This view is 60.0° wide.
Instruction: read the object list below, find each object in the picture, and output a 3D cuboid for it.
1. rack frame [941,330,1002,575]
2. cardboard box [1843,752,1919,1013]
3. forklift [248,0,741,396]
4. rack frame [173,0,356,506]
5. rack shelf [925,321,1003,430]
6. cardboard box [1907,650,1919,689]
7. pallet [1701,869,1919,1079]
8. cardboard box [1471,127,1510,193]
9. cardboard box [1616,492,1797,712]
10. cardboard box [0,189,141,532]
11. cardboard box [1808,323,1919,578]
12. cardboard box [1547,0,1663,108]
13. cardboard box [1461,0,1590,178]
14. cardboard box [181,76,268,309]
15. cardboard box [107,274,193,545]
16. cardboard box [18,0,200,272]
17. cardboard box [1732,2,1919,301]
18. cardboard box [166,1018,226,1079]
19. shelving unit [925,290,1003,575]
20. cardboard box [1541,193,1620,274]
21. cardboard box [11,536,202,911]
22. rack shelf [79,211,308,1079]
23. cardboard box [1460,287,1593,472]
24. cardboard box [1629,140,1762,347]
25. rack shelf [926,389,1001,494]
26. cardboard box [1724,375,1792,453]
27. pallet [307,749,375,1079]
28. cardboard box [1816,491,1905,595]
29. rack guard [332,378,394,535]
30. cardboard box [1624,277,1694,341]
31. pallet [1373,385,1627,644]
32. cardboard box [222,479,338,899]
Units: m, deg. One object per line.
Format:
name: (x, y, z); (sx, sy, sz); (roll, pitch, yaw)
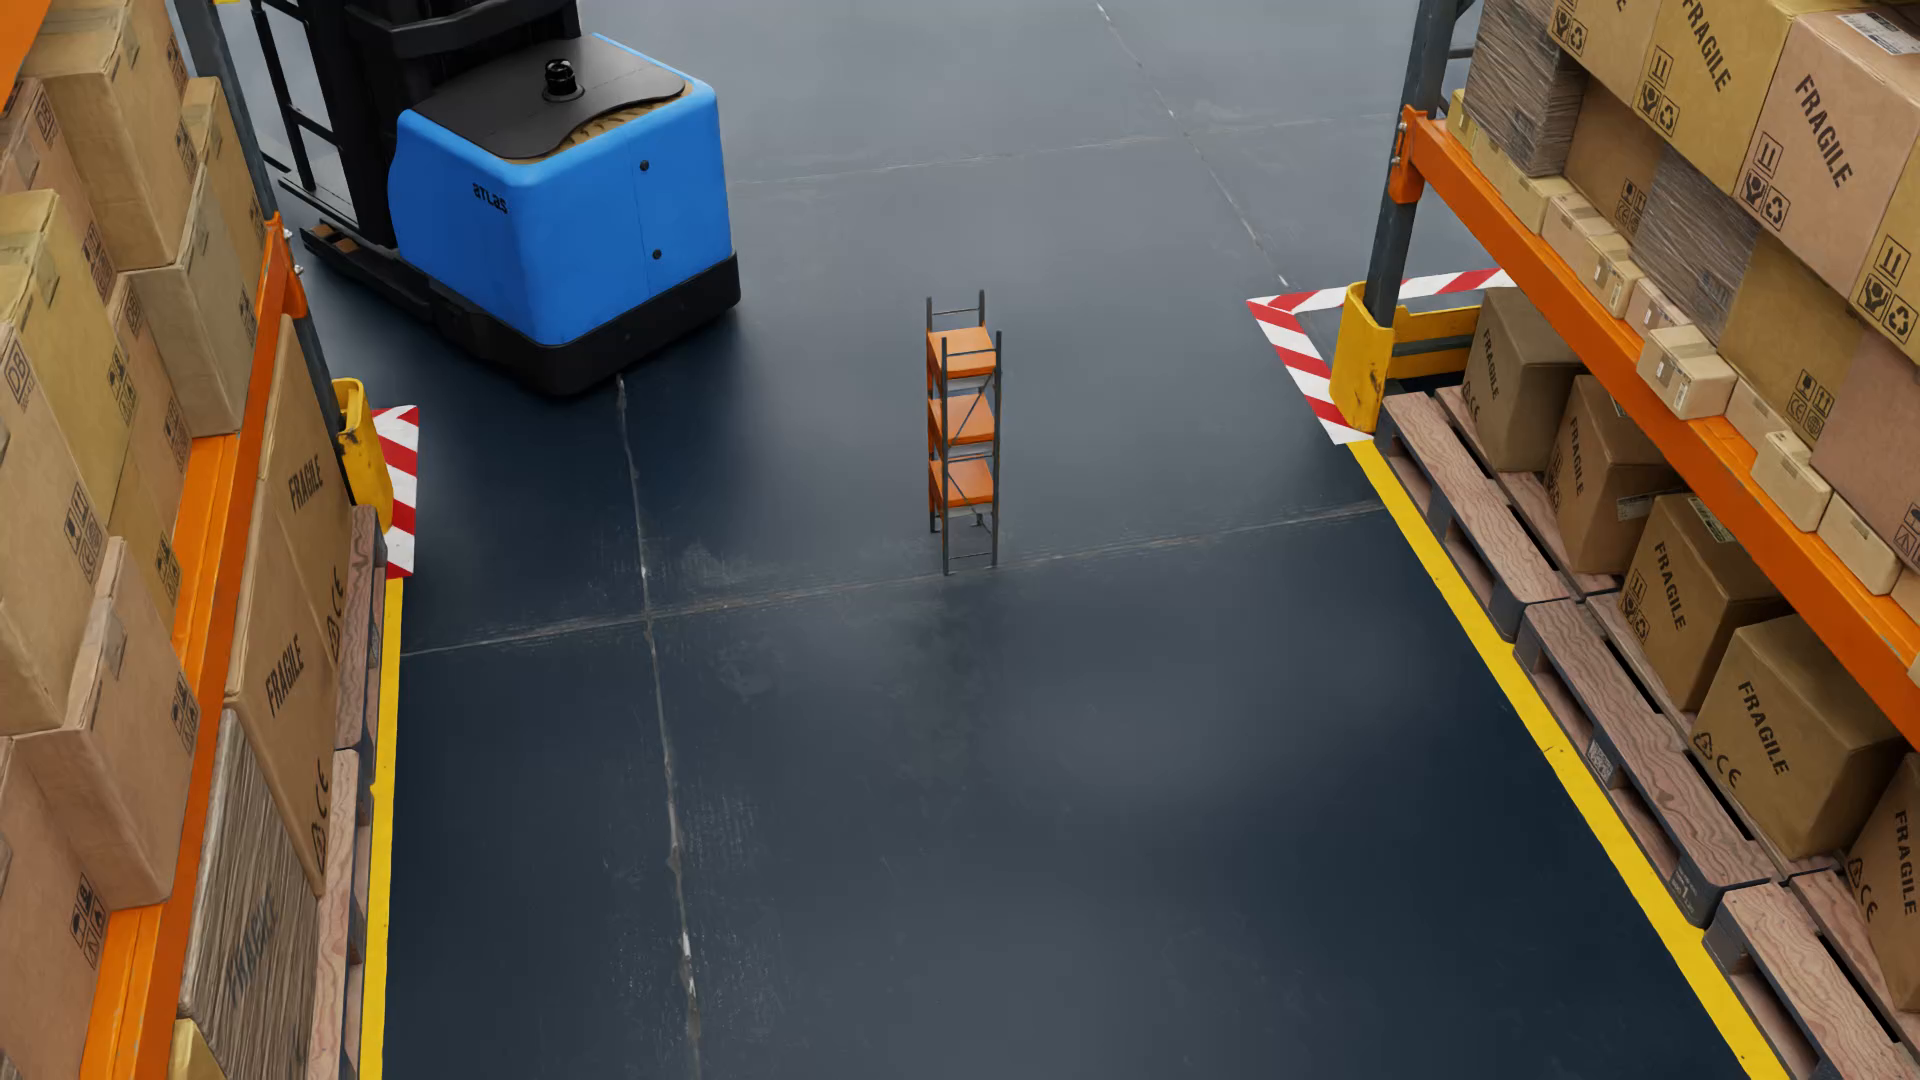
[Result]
rack frame: (0.038, -0.279, 5.773); (0.200, 1.050, 0.008); (-8, 42, -9)
cardboard box: (2.803, 0.943, 4.495); (0.500, 0.500, 0.500); (4, 42, 4)
forklift: (-2.399, -2.535, 6.898); (3.031, 2.935, 1.130); (31, 50, 30)
rack frame: (-2.747, -1.147, 5.283); (1.000, 3.000, 0.127); (-8, 42, -9)
rack shelf: (0.012, -0.562, 5.681); (0.215, 0.259, 0.240); (-8, 42, -9)
cardboard box: (2.445, 0.317, 3.823); (0.380, 0.149, 0.250); (-8, 42, -9)
pallet: (2.802, 1.413, 4.499); (1.003, 0.211, 1.213); (-8, 42, -9)
cardboard box: (1.982, -1.315, 5.661); (0.380, 0.149, 0.250); (-8, 42, -9)
cardboard box: (2.515, 0.183, 5.350); (0.500, 0.500, 0.500); (-5, 42, -5)
cardboard box: (-2.266, -0.311, 3.414); (0.875, 0.550, 0.500); (-8, 42, -9)
cardboard box: (2.665, -0.288, 4.015); (0.875, 0.500, 0.500); (-8, 42, -9)
cardboard box: (2.071, -1.594, 4.734); (0.500, 0.500, 0.500); (-8, 42, -9)
cardboard box: (2.210, -1.581, 5.472); (0.875, 0.500, 0.500); (-8, 42, -9)
cardboard box: (-2.623, -0.969, 4.970); (0.875, 0.550, 0.550); (-8, 42, -9)
cardboard box: (-2.485, -0.235, 4.142); (0.875, 0.550, 0.550); (-8, 42, -9)
cardboard box: (-2.496, -1.018, 4.211); (0.875, 0.550, 0.550); (-8, 42, -9)
cardboard box: (2.295, -0.947, 4.005); (0.500, 0.500, 0.500); (-8, 42, -9)
cardboard box: (-1.951, 1.665, 3.399); (0.875, 0.875, 0.875); (-8, 42, -9)
shelving unit: (0.012, -0.358, 5.862); (0.215, 1.050, 0.252); (-8, 42, -9)
cardboard box: (2.095, -0.992, 5.297); (0.380, 0.149, 0.250); (-8, 42, -9)
cardboard box: (-2.118, 0.432, 3.391); (0.875, 0.550, 0.550); (-8, 42, -9)
rack shelf: (-2.315, 0.418, 4.061); (1.077, 0.370, 4.000); (-8, 42, -9)
cardboard box: (2.236, -0.608, 6.242); (0.500, 0.500, 0.500); (-1, 42, -1)
cardboard box: (2.500, -0.944, 4.754); (0.875, 0.500, 0.500); (-8, 42, -9)
rack shelf: (0.012, -0.350, 5.869); (0.215, 0.259, 0.240); (-8, 42, -9)
cardboard box: (2.359, -0.350, 4.575); (0.380, 0.149, 0.250); (-8, 42, -9)
pallet: (-2.238, 1.192, 4.748); (1.003, 0.211, 1.213); (-8, 42, -9)
cardboard box: (2.426, -0.020, 4.203); (0.380, 0.149, 0.250); (-8, 42, -9)
rack guard: (-2.752, -0.228, 6.130); (1.175, 0.500, 0.348); (-8, 42, -9)
cardboard box: (2.223, -0.670, 4.935); (0.380, 0.149, 0.250); (-8, 42, -9)
pallet: (2.275, -0.169, 6.281); (1.003, 0.211, 1.213); (-8, 42, -9)
cardboard box: (-2.344, 0.490, 4.722); (0.875, 0.875, 0.875); (-9, 42, -10)
